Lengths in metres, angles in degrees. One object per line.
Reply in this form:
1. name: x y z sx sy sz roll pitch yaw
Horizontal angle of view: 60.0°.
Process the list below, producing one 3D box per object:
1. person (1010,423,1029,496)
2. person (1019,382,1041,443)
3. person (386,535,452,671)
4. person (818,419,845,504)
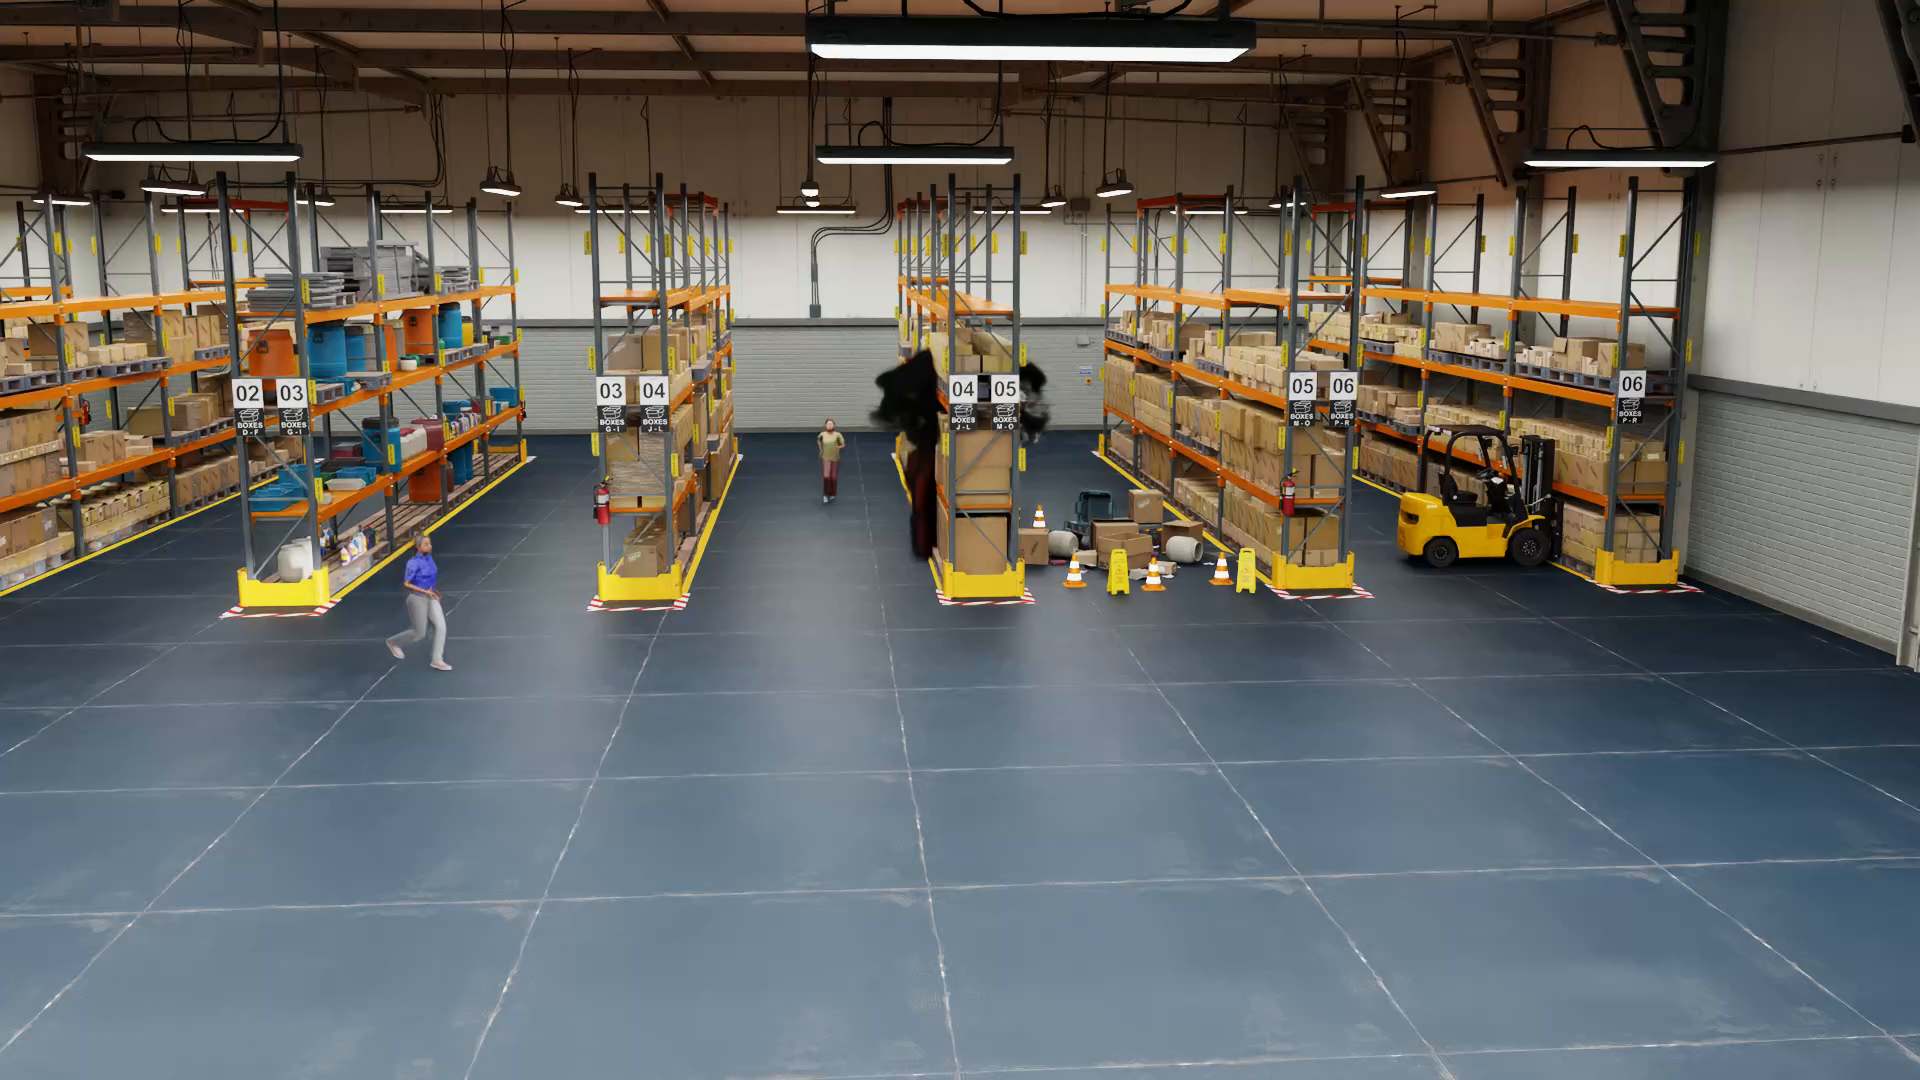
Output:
1. person: 1.041 -1.752 33.610 0.715 1.740 0.633 -1 10 -6
2. person: 1.538 -3.148 41.816 0.923 1.668 0.629 -3 10 -17
3. person: -6.472 0.736 19.871 0.835 1.635 0.565 4 11 19
4. person: -2.527 -1.552 32.715 0.558 1.683 0.684 0 10 -2
